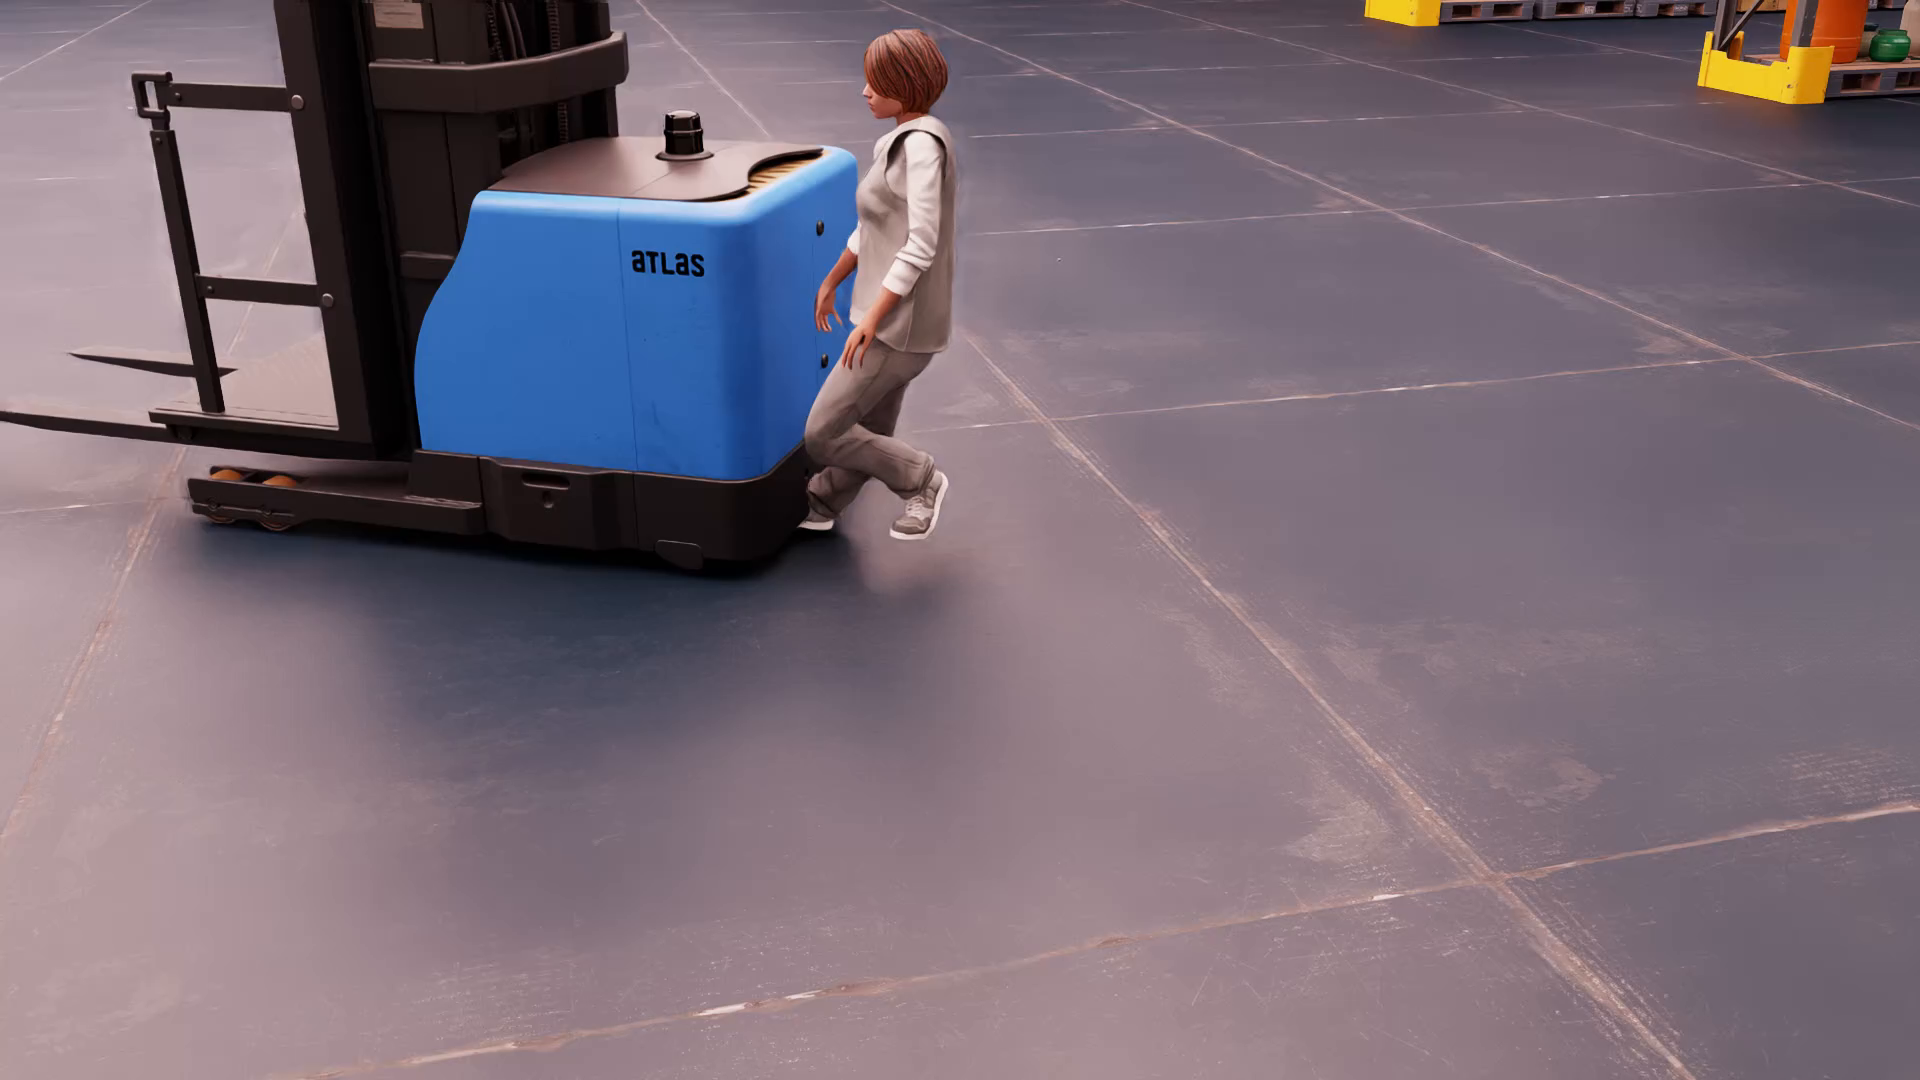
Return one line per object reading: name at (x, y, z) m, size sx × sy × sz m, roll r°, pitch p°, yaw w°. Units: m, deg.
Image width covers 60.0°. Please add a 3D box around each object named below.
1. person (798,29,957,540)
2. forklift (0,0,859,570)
person at (-0.329, -0.632, 4.582) m, size 0.634 × 1.496 × 0.608 m, roll -1°, pitch 23°, yaw -2°
forklift at (-1.881, -1.568, 4.995) m, size 3.031 × 2.935 × 1.130 m, roll 6°, pitch 24°, yaw 14°
